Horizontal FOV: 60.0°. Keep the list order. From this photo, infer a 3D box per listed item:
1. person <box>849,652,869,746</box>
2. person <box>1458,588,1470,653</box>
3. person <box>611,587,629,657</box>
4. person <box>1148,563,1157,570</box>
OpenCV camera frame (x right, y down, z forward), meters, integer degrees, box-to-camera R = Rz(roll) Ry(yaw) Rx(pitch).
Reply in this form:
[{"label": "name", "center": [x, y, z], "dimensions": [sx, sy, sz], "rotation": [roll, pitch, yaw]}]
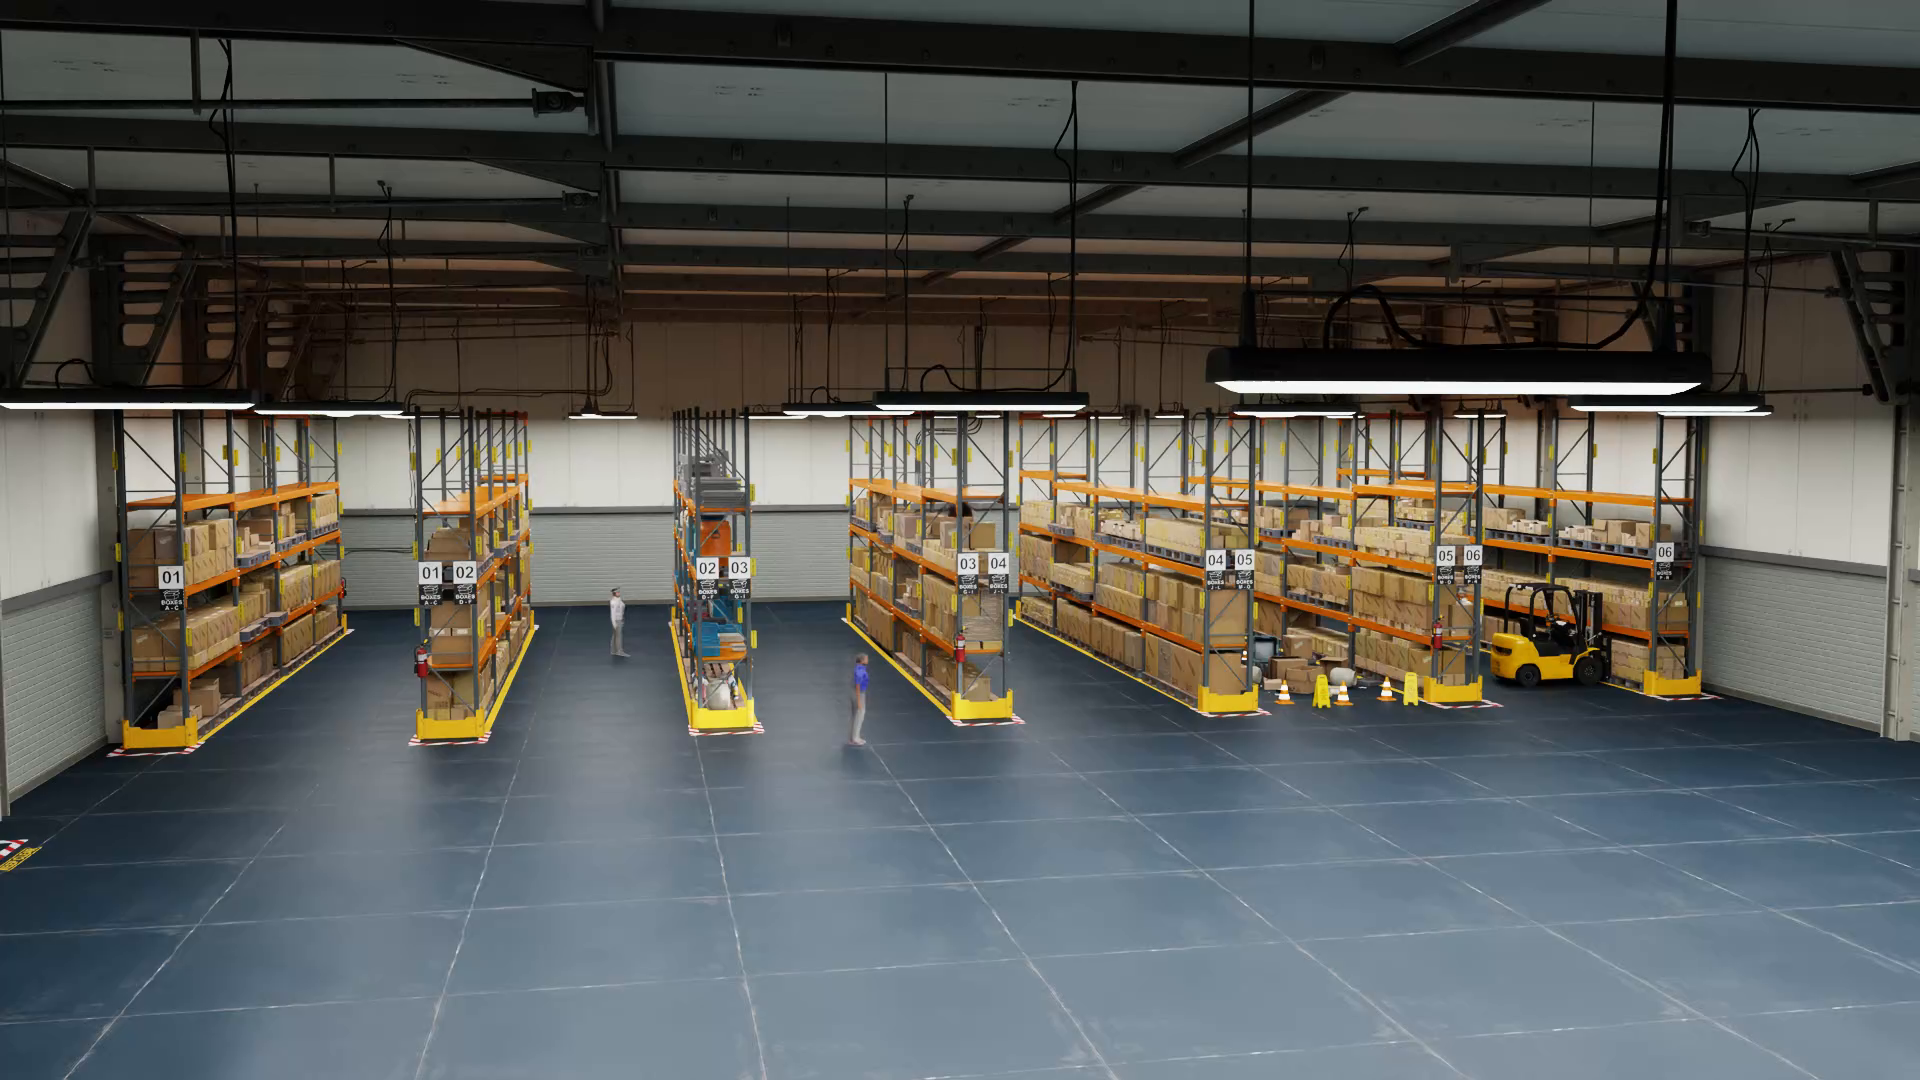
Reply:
[{"label": "person", "center": [-1.794, 2.806, 29.473], "dimensions": [0.358, 1.658, 0.550], "rotation": [0, 4, -3]}, {"label": "person", "center": [12.231, 2.011, 40.625], "dimensions": [0.386, 1.715, 0.514], "rotation": [2, 4, 21]}, {"label": "person", "center": [-8.318, 1.993, 40.695], "dimensions": [0.492, 1.700, 0.494], "rotation": [0, 4, 0]}, {"label": "person", "center": [5.851, 1.277, 51.201], "dimensions": [0.463, 1.624, 1.030], "rotation": [1, 4, 16]}]
